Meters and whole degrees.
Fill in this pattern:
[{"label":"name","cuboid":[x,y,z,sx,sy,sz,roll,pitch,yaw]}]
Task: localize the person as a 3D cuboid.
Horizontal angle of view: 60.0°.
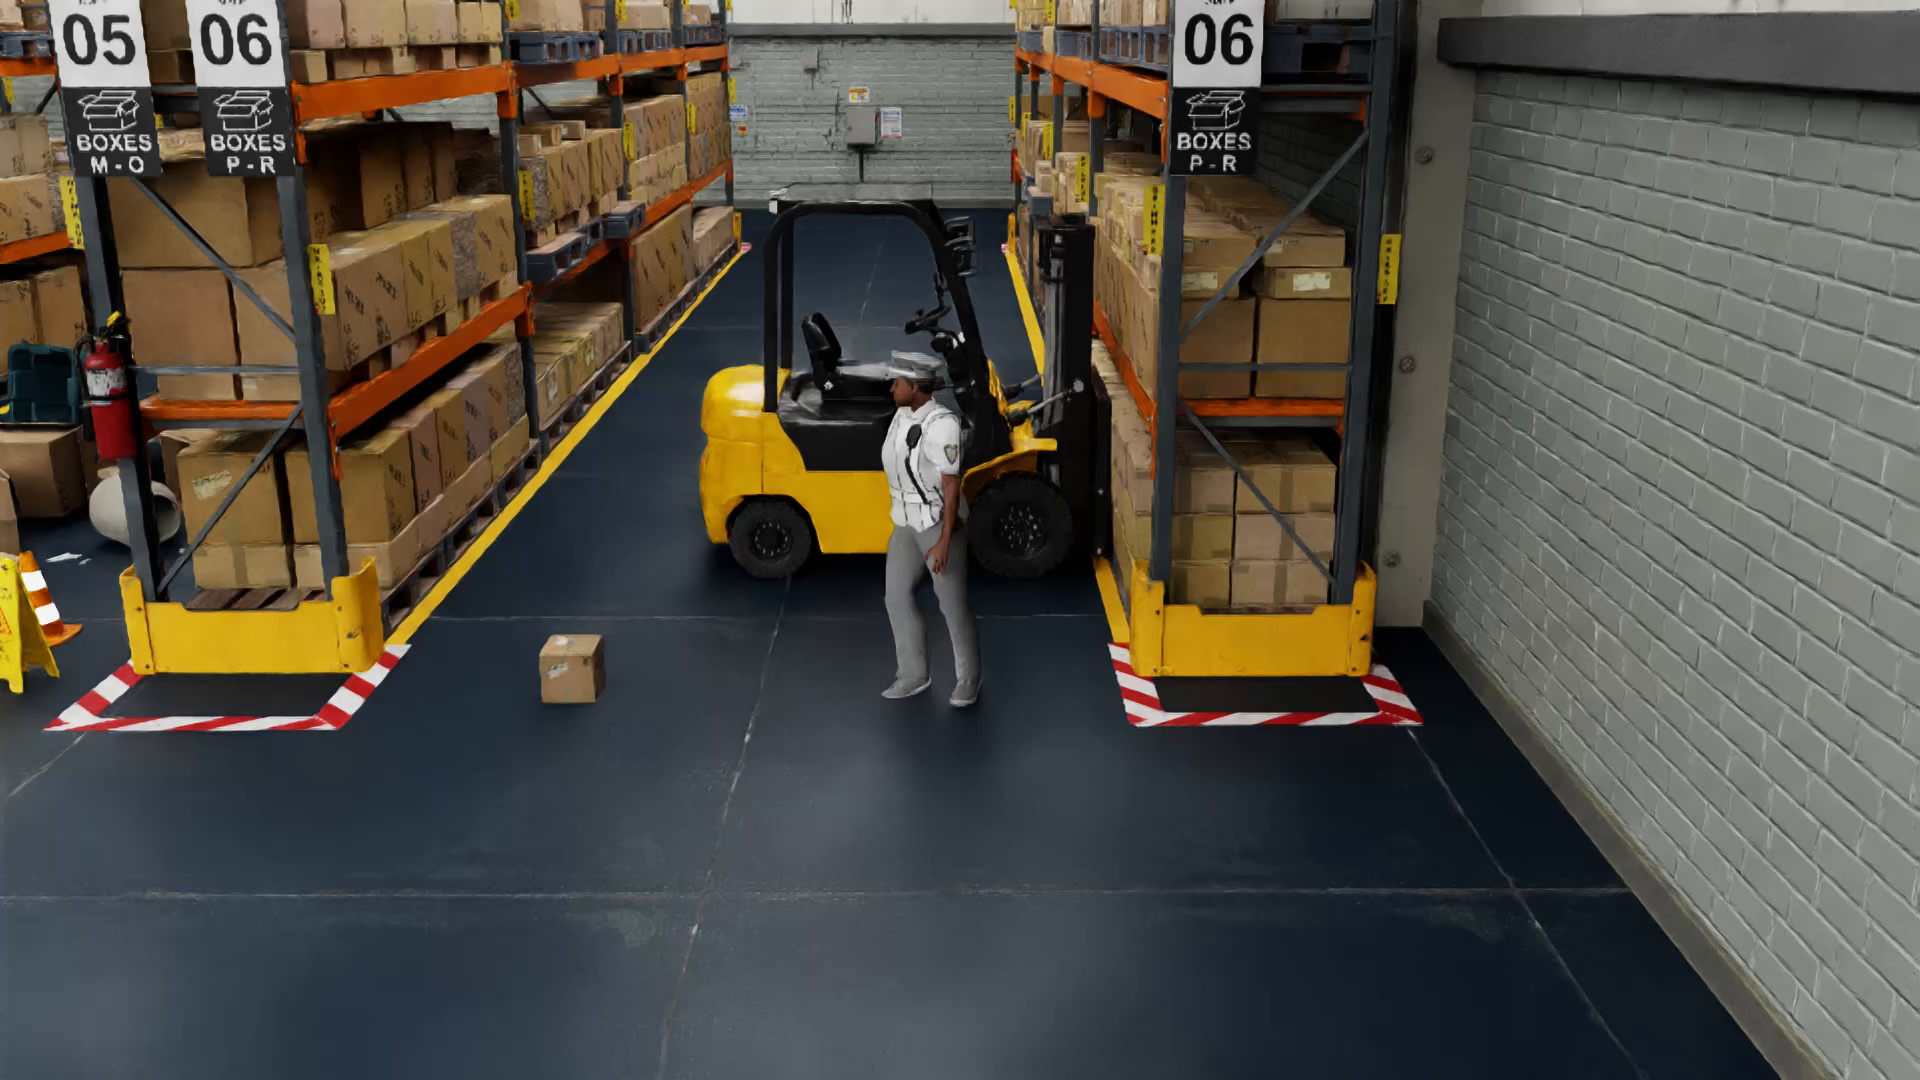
[{"label":"person","cuboid":[-0.131,-0.024,7.703,0.439,1.726,0.484,-14,22,-38]}]
